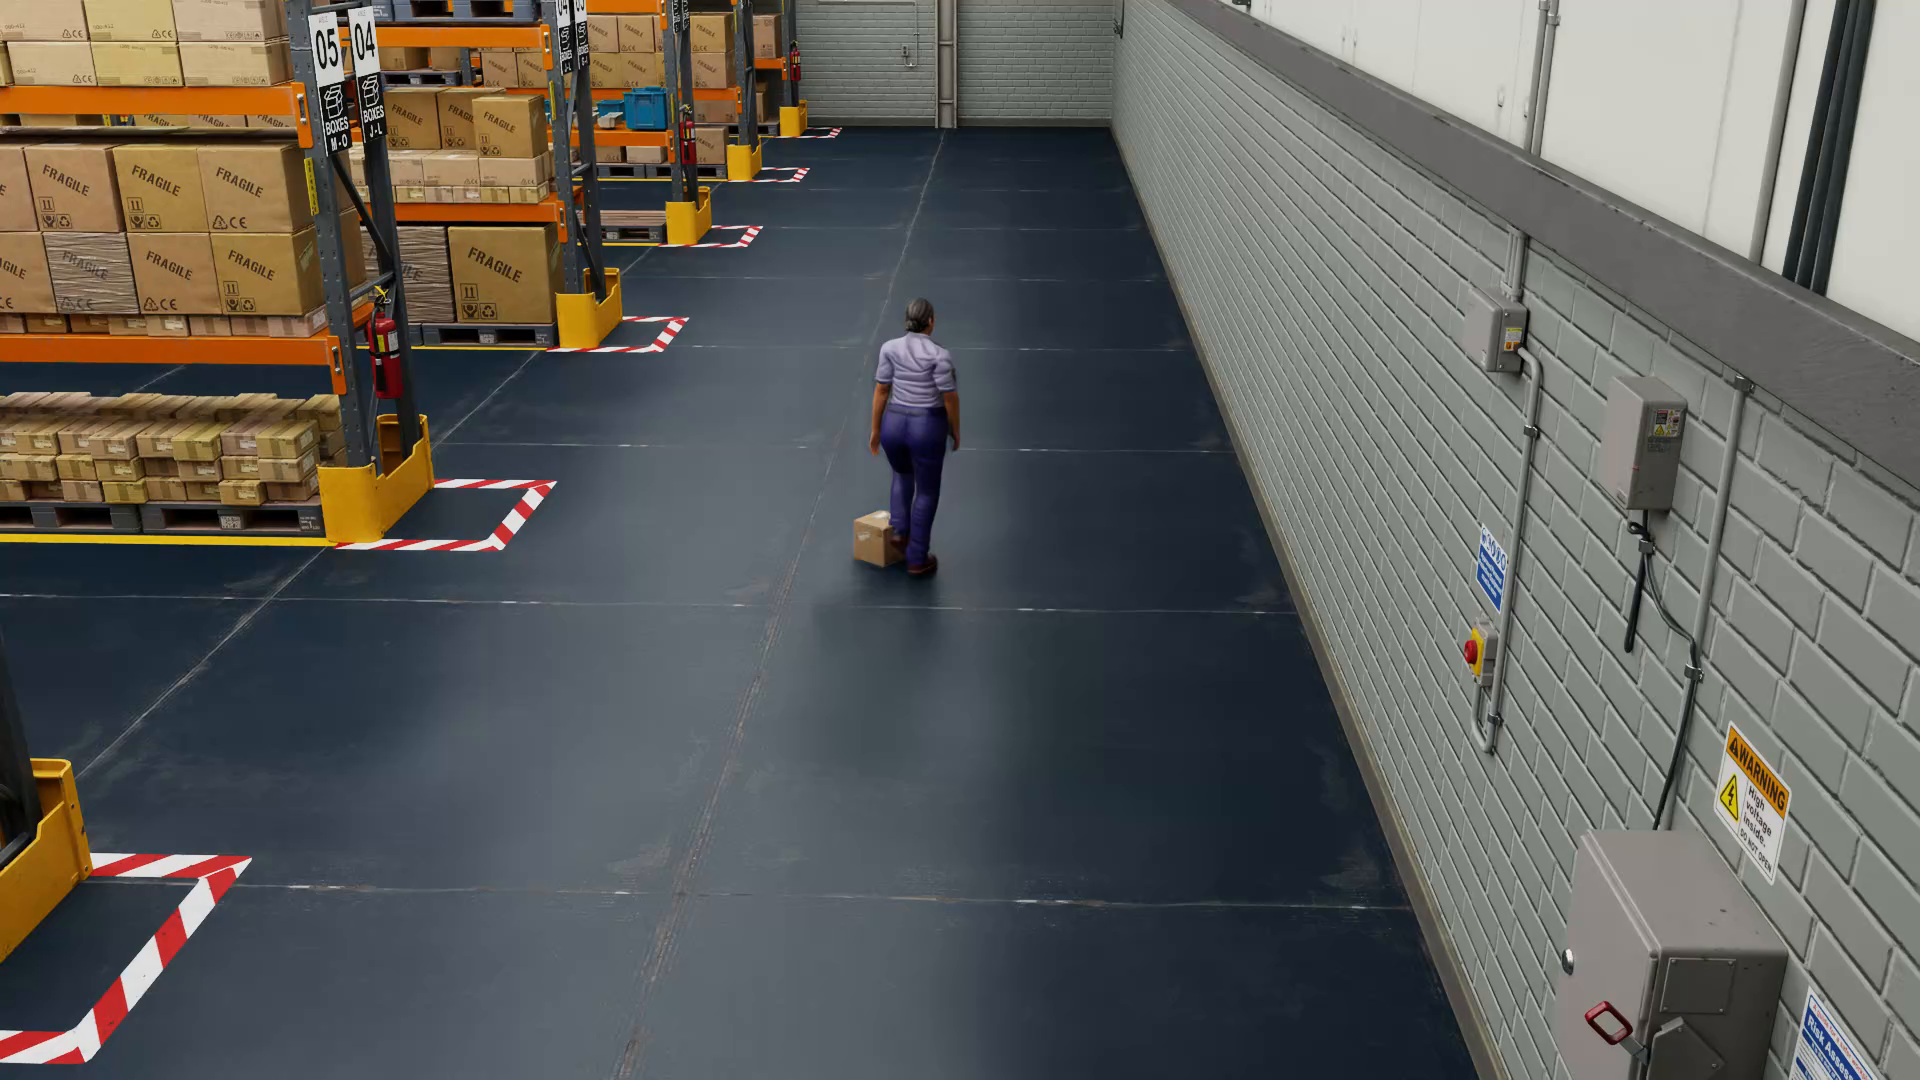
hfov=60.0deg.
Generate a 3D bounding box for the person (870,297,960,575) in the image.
[{"bbox_3d":[-0.261,-0.610,9.922,0.519,1.684,0.520,9,23,22],"label":"person"}]
